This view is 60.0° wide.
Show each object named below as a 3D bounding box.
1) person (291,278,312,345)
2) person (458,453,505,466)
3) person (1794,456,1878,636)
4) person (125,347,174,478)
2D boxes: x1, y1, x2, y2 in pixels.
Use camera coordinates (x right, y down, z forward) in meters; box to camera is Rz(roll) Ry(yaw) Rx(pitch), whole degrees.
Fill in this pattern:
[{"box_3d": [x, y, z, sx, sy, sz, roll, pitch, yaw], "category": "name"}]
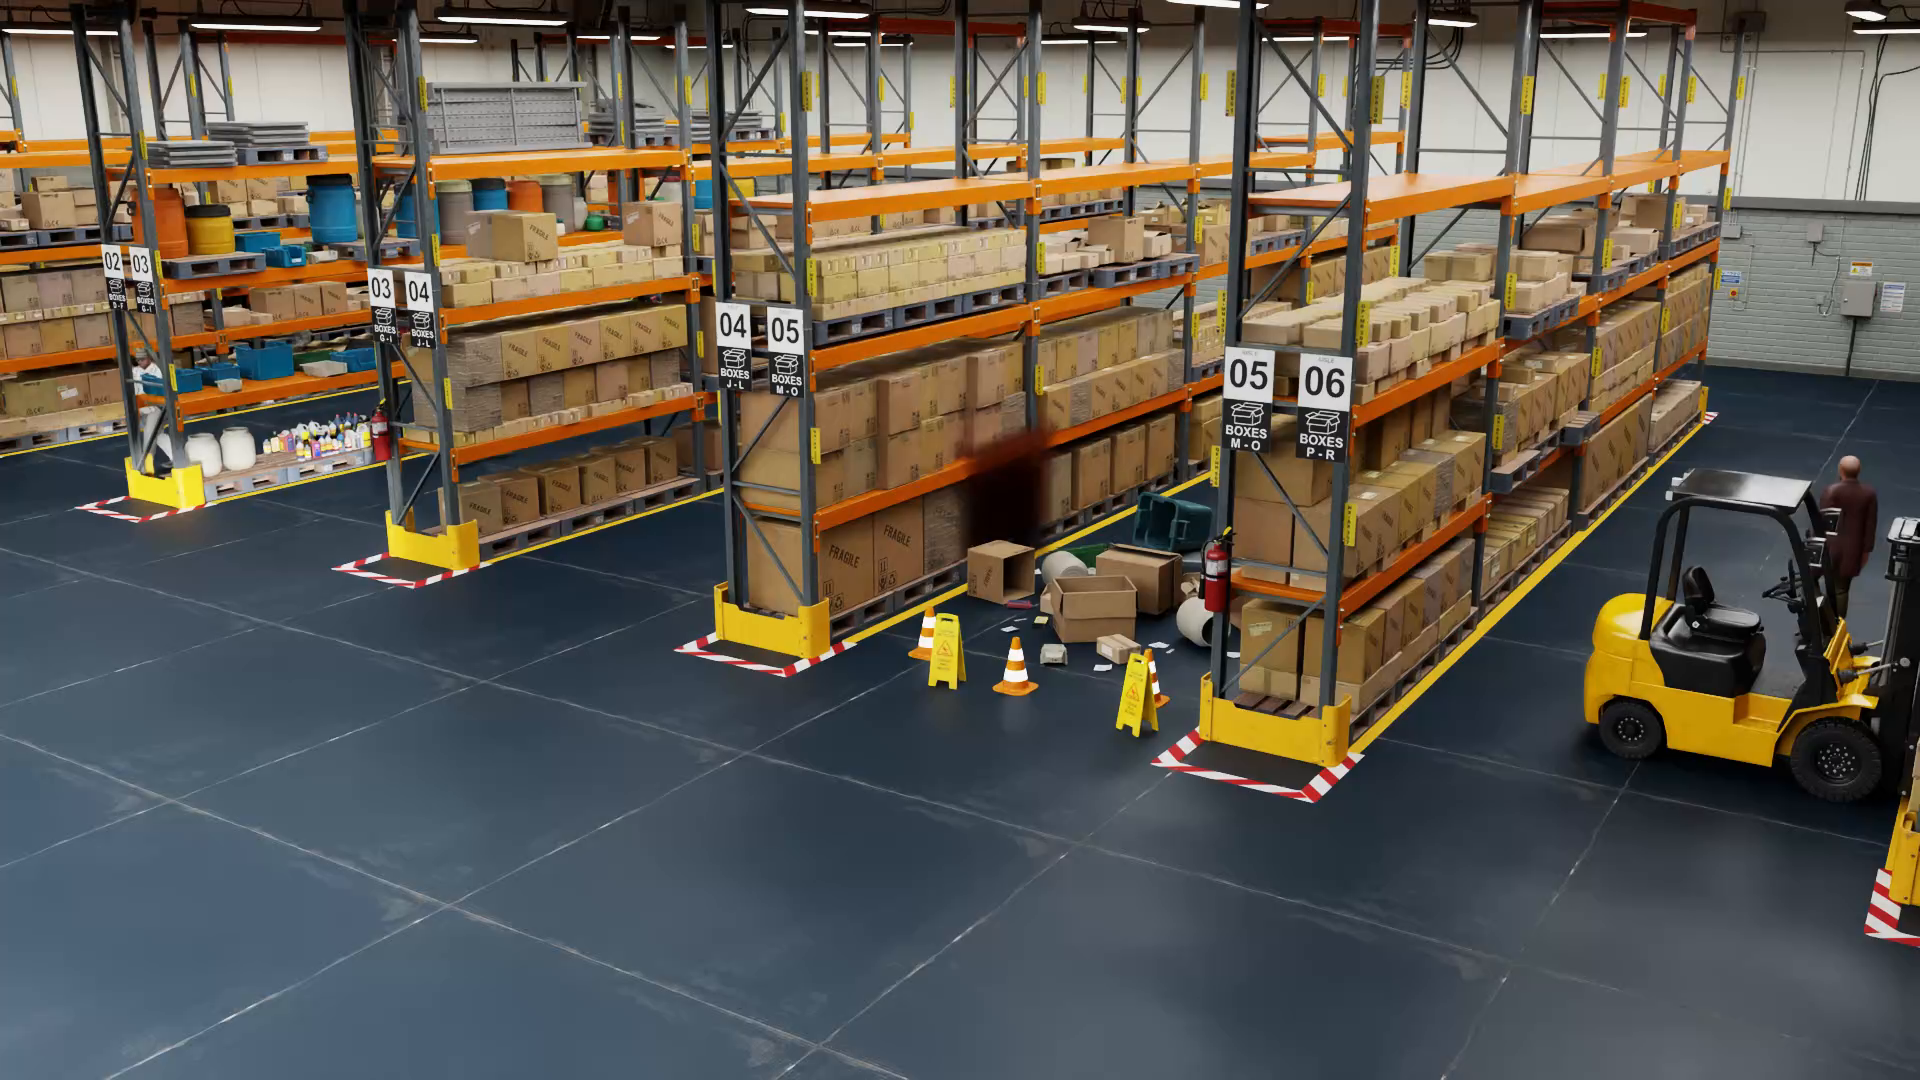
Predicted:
[{"box_3d": [-12.135, -4.017, 30.329, 0.568, 1.767, 0.595, -14, 21, -41], "category": "person"}, {"box_3d": [-6.679, -1.871, 22.902, 0.564, 1.605, 1.045, 6, 17, 20], "category": "person"}, {"box_3d": [8.222, 0.090, 15.548, 0.606, 1.770, 0.500, 2, 16, 8], "category": "person"}, {"box_3d": [-10.863, -1.739, 22.261, 0.528, 1.706, 0.969, 7, 17, 25], "category": "person"}]
